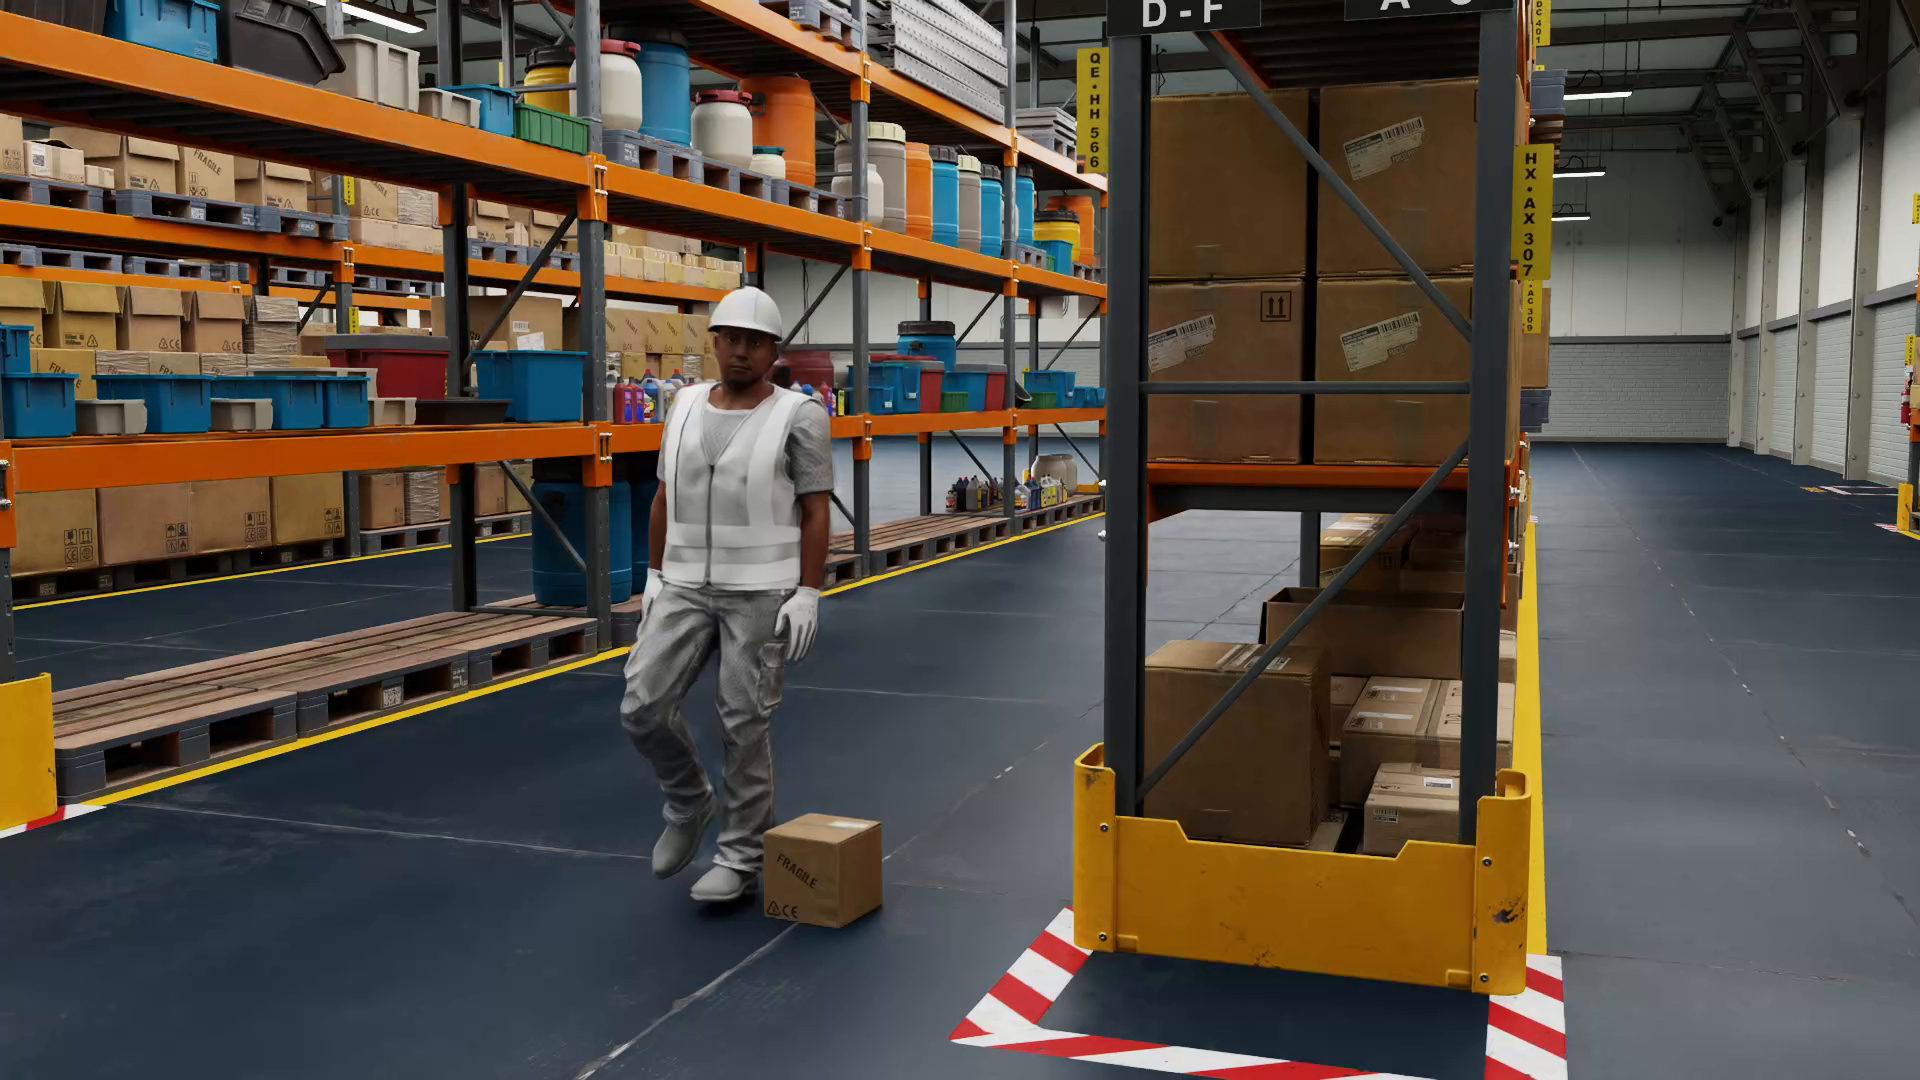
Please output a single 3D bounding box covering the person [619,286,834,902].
[{"bbox_3d":[-0.696,0.160,4.799,0.623,1.773,0.460,2,5,18],"label":"person"}]
